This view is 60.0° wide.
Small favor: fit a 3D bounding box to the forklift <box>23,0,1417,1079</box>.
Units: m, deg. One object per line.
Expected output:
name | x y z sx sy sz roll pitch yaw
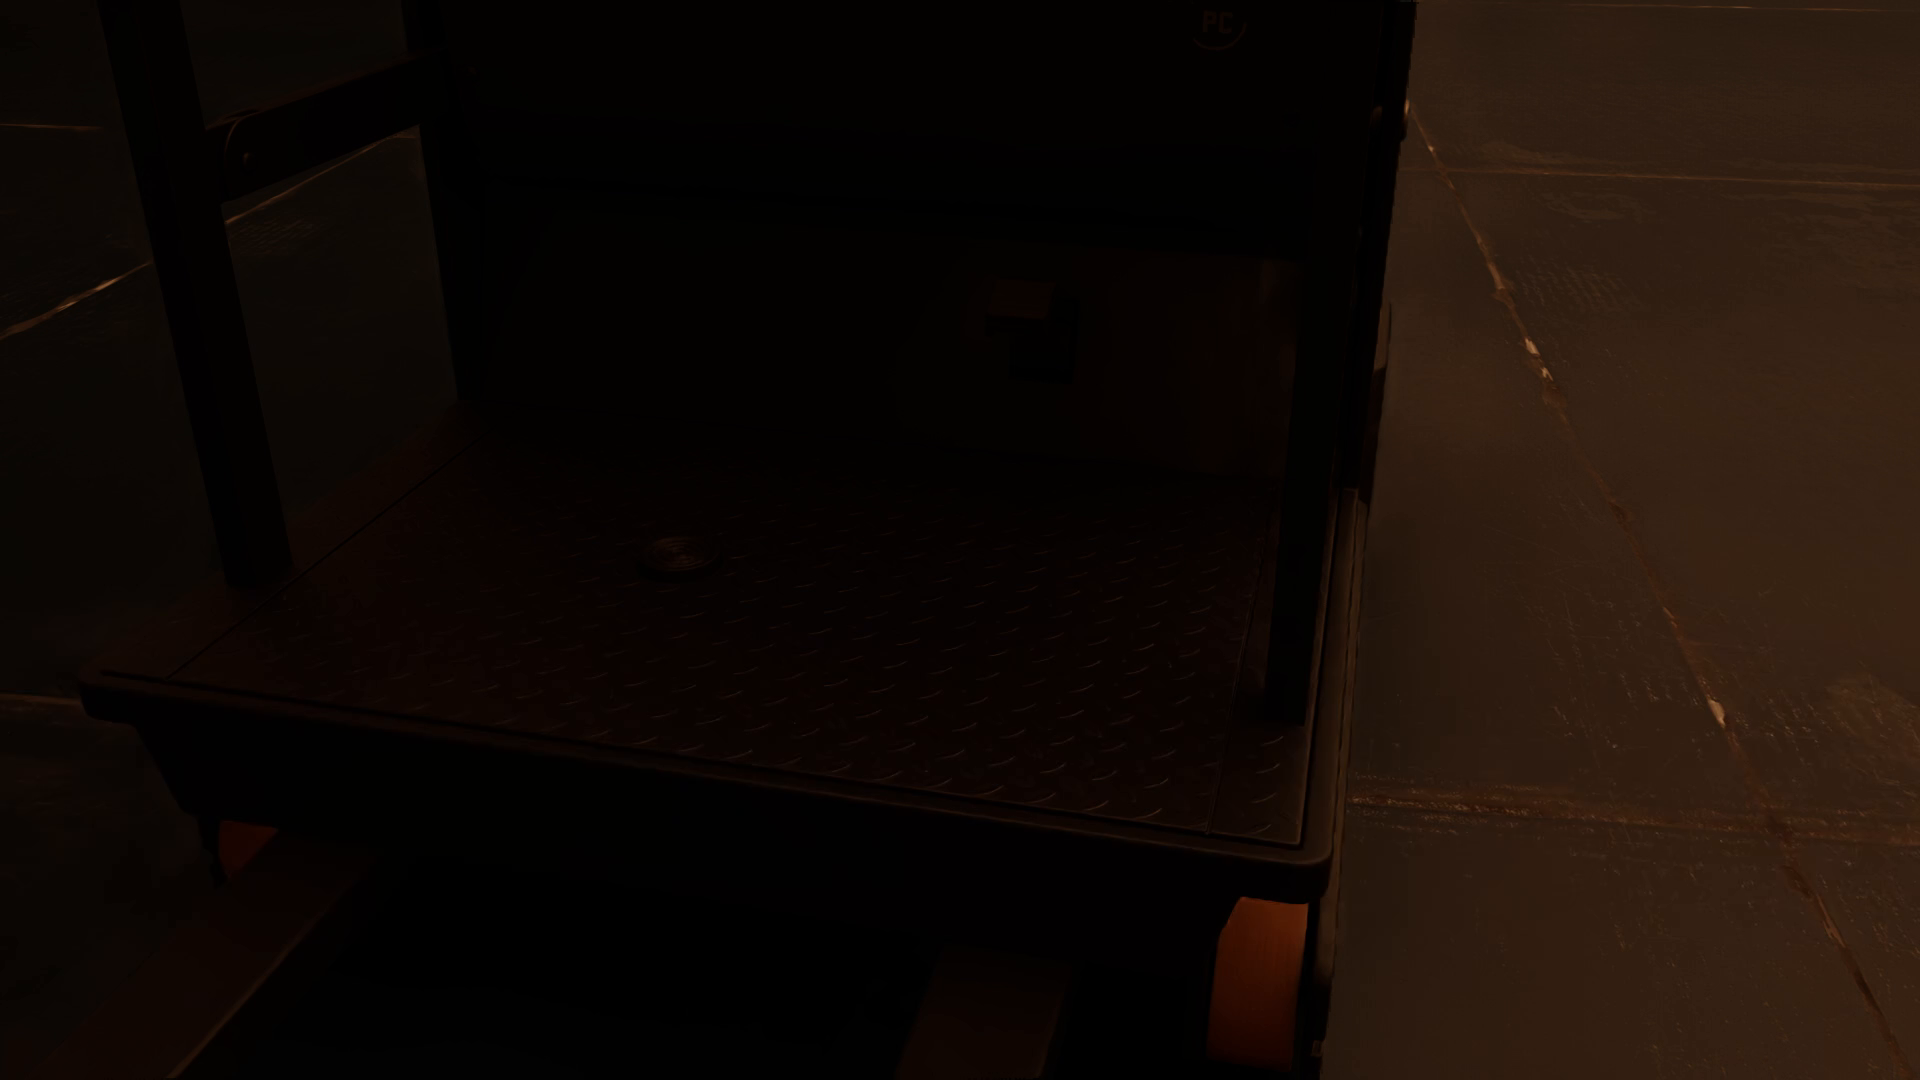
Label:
forklift | -0.140 -1.016 1.253 1.130 2.935 3.031 6 27 13
